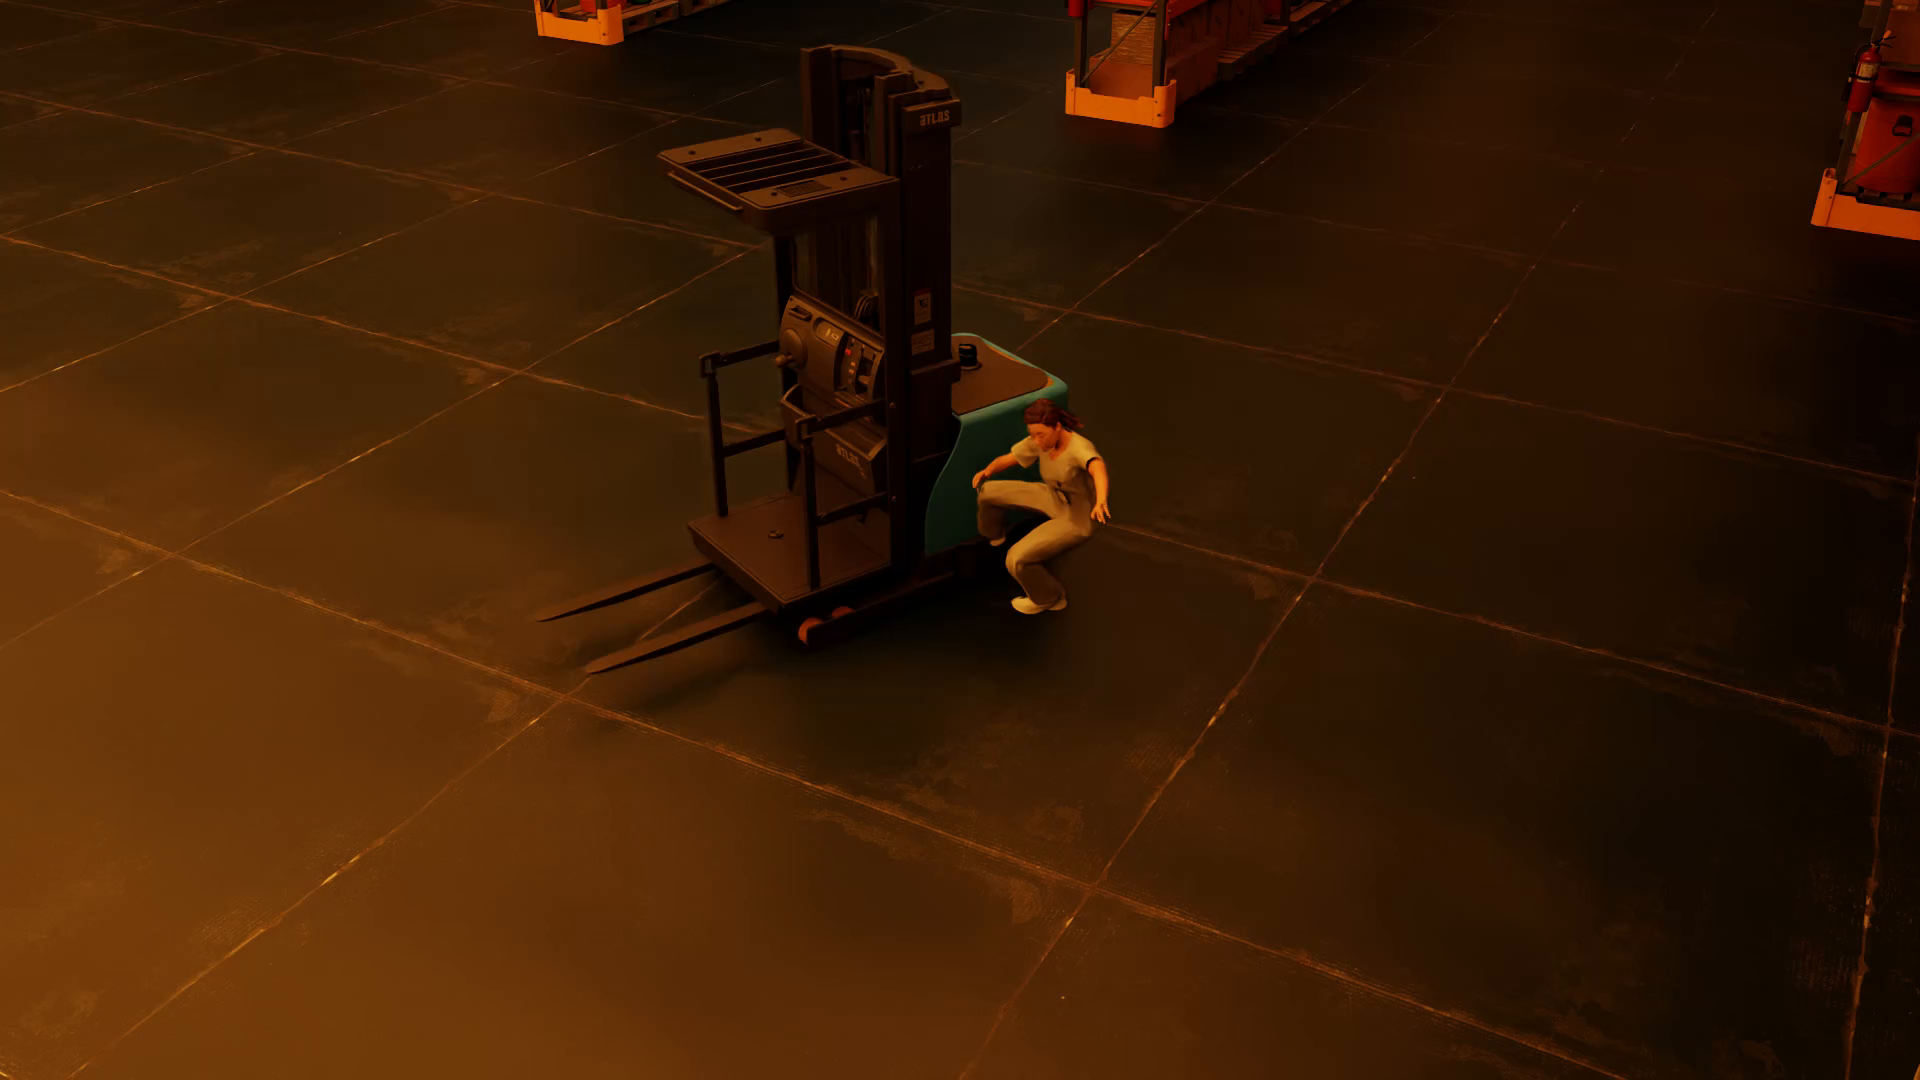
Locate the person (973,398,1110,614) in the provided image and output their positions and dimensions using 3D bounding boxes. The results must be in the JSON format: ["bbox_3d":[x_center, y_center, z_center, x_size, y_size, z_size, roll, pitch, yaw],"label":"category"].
[{"bbox_3d":[0.419,-0.136,8.782,0.732,1.328,1.499,-16,34,-26],"label":"person"}]

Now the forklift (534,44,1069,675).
[{"bbox_3d":[-0.856,-0.984,8.776,3.031,2.935,1.130,-20,36,-31],"label":"forklift"}]
